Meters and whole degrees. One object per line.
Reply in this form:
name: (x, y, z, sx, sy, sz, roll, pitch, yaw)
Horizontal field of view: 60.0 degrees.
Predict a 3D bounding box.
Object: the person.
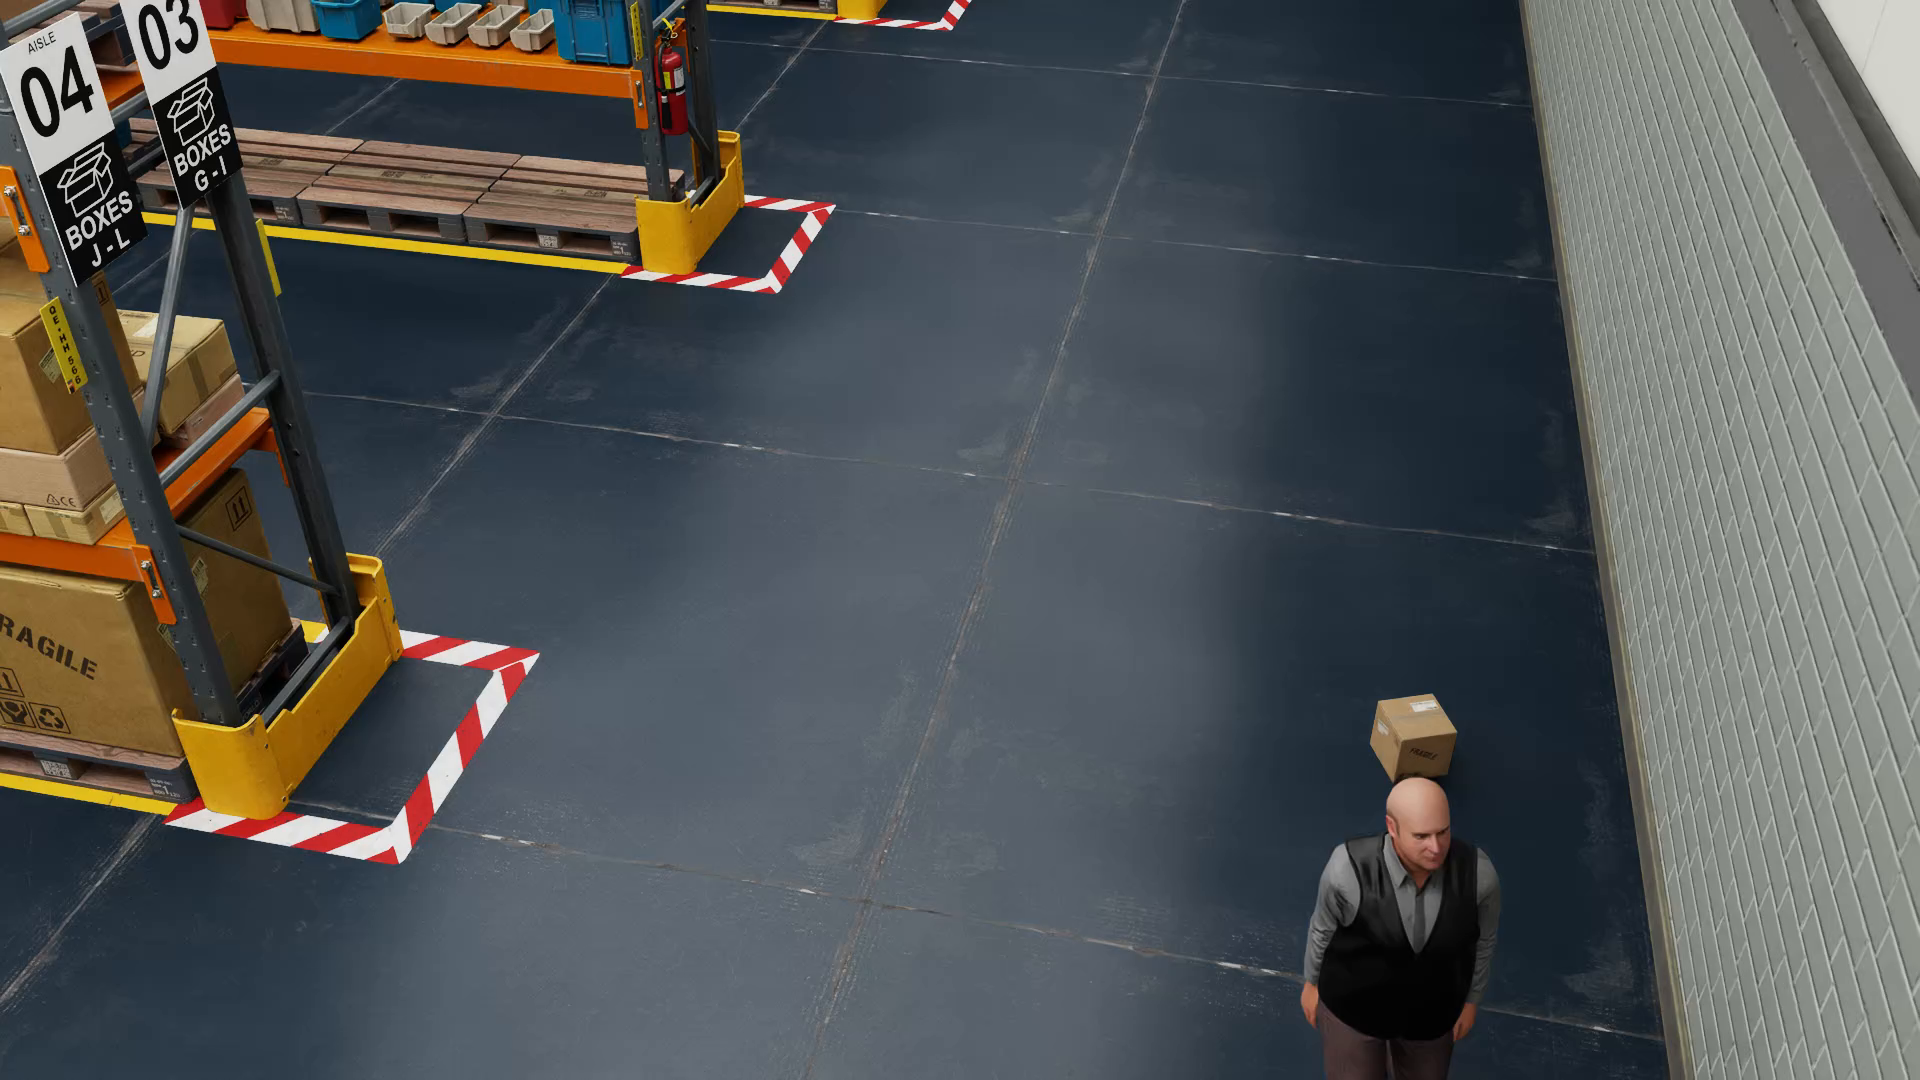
person: (1.322, 1.381, 5.104, 0.543, 1.693, 0.784, 0, 36, 0)
